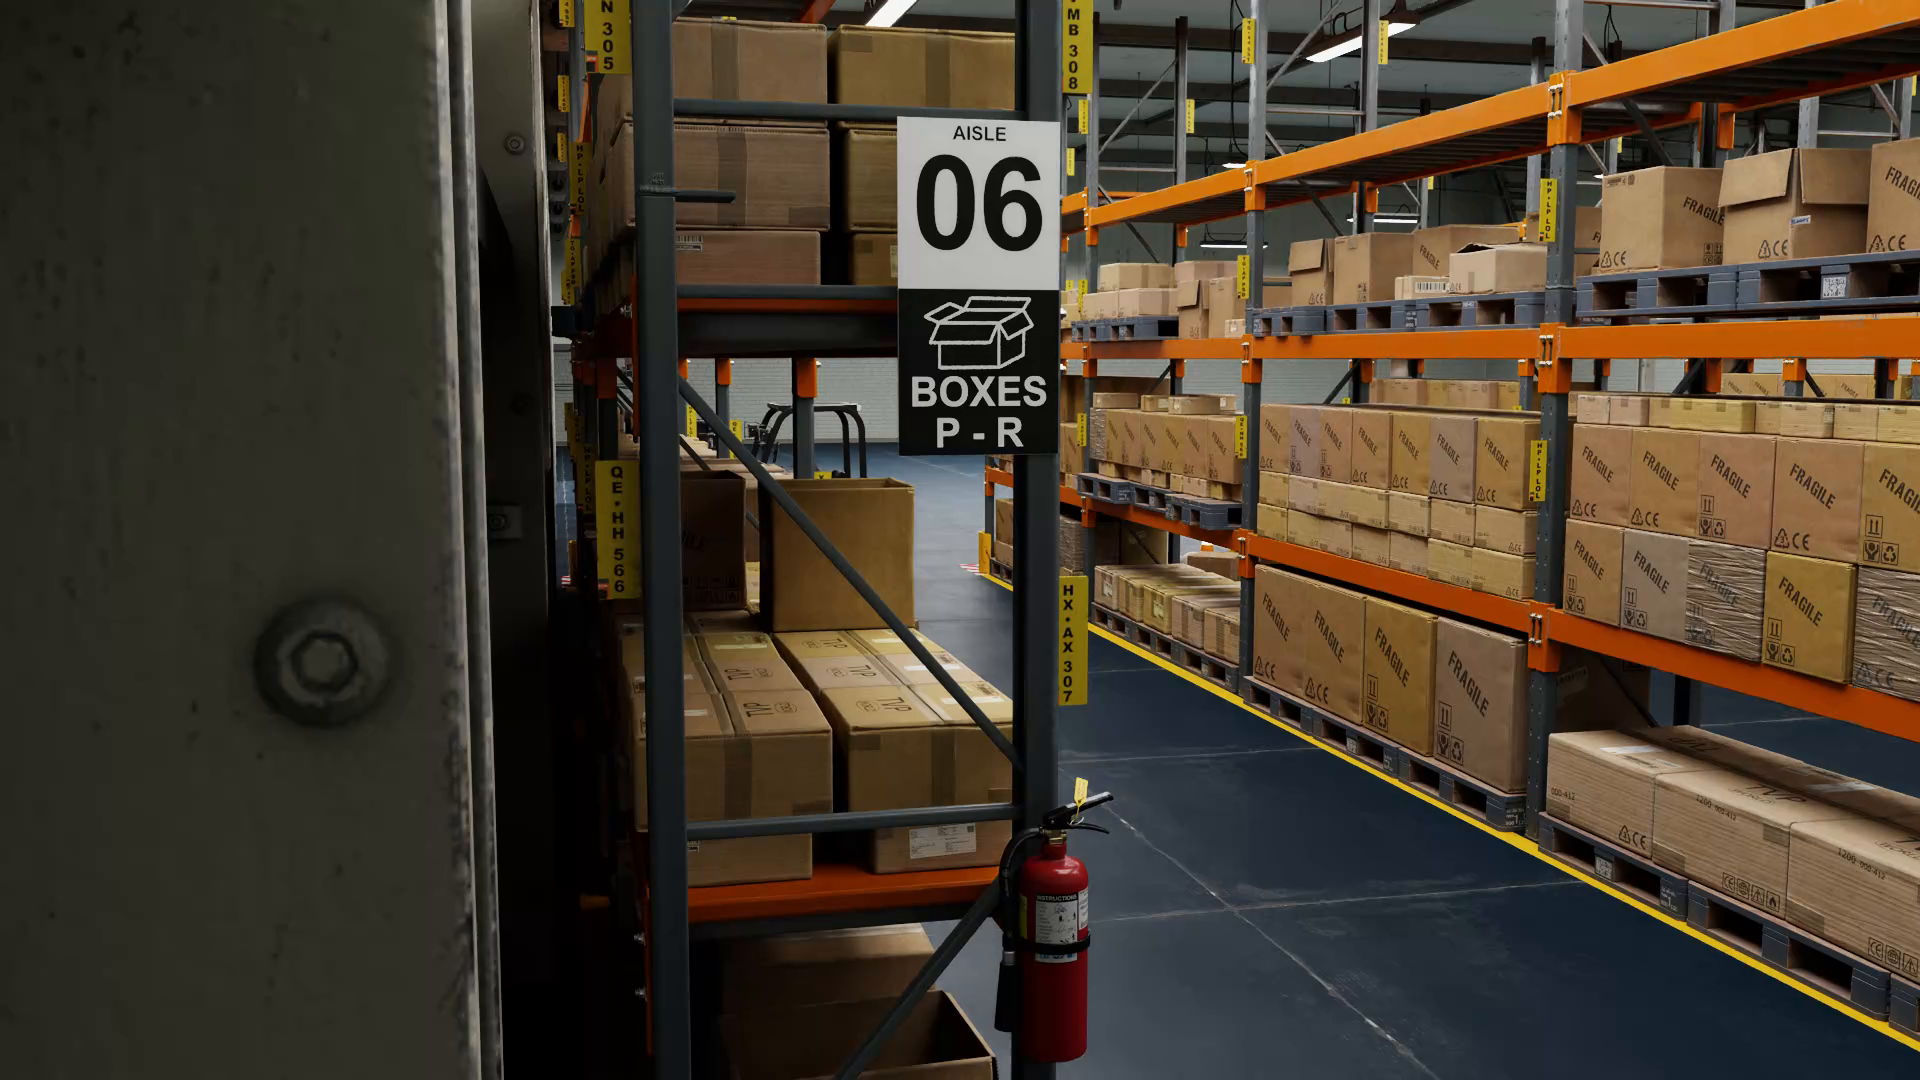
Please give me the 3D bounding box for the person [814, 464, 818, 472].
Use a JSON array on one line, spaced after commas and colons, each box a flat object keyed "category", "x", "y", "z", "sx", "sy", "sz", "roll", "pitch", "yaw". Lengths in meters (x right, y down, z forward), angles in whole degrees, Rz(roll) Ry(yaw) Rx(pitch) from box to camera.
[{"category": "person", "x": -1.506, "y": 0.103, "z": 15.668, "sx": 0.536, "sy": 1.670, "sz": 0.484, "roll": -1, "pitch": 6, "yaw": -13}]
